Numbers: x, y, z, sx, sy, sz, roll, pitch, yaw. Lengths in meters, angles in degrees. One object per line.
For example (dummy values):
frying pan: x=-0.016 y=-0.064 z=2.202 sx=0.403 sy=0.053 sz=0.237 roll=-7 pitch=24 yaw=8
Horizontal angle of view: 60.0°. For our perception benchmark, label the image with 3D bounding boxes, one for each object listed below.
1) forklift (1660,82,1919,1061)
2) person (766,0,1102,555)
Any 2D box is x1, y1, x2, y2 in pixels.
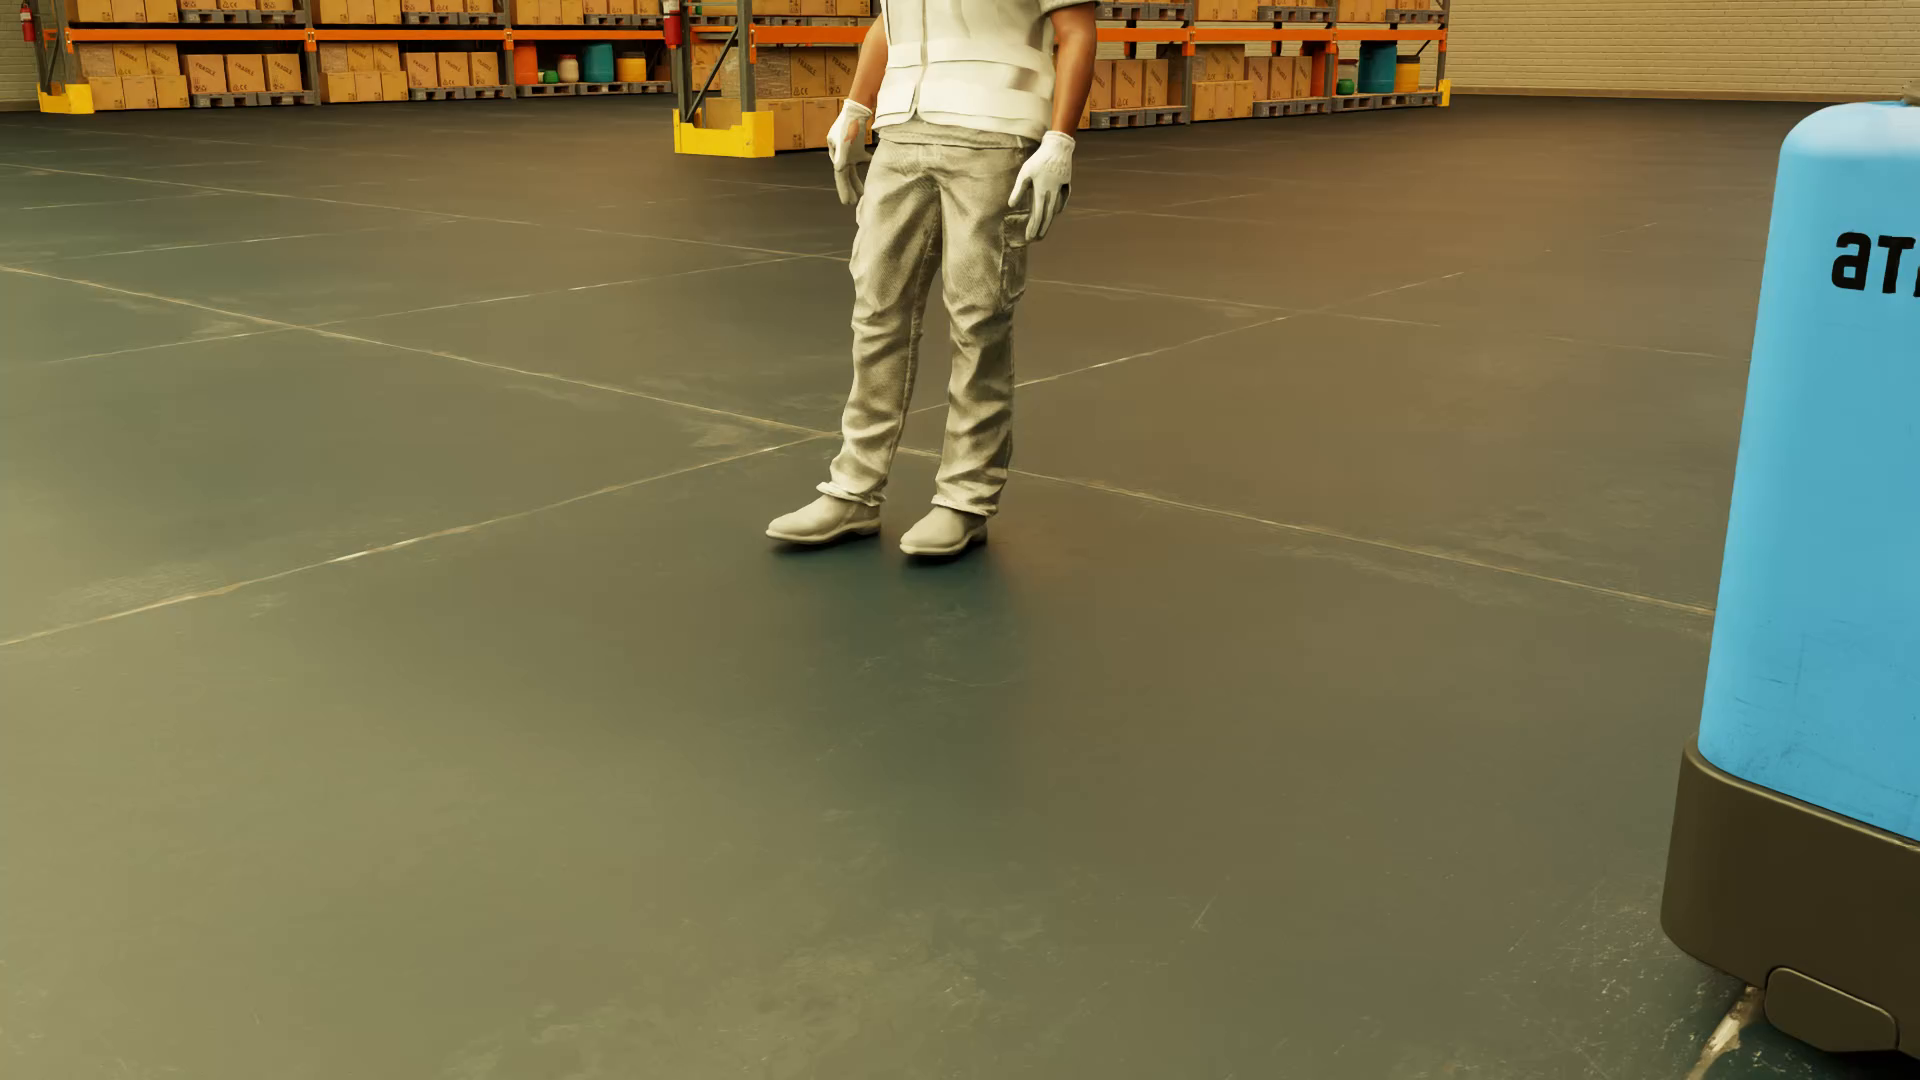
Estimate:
forklift: x=2.165 y=-0.586 z=0.827 sx=1.130 sy=2.935 sz=3.031 roll=-12 pitch=21 yaw=-35
person: x=-0.053 y=-0.846 z=3.632 sx=0.657 sy=1.785 sz=0.575 roll=13 pitch=21 yaw=37
